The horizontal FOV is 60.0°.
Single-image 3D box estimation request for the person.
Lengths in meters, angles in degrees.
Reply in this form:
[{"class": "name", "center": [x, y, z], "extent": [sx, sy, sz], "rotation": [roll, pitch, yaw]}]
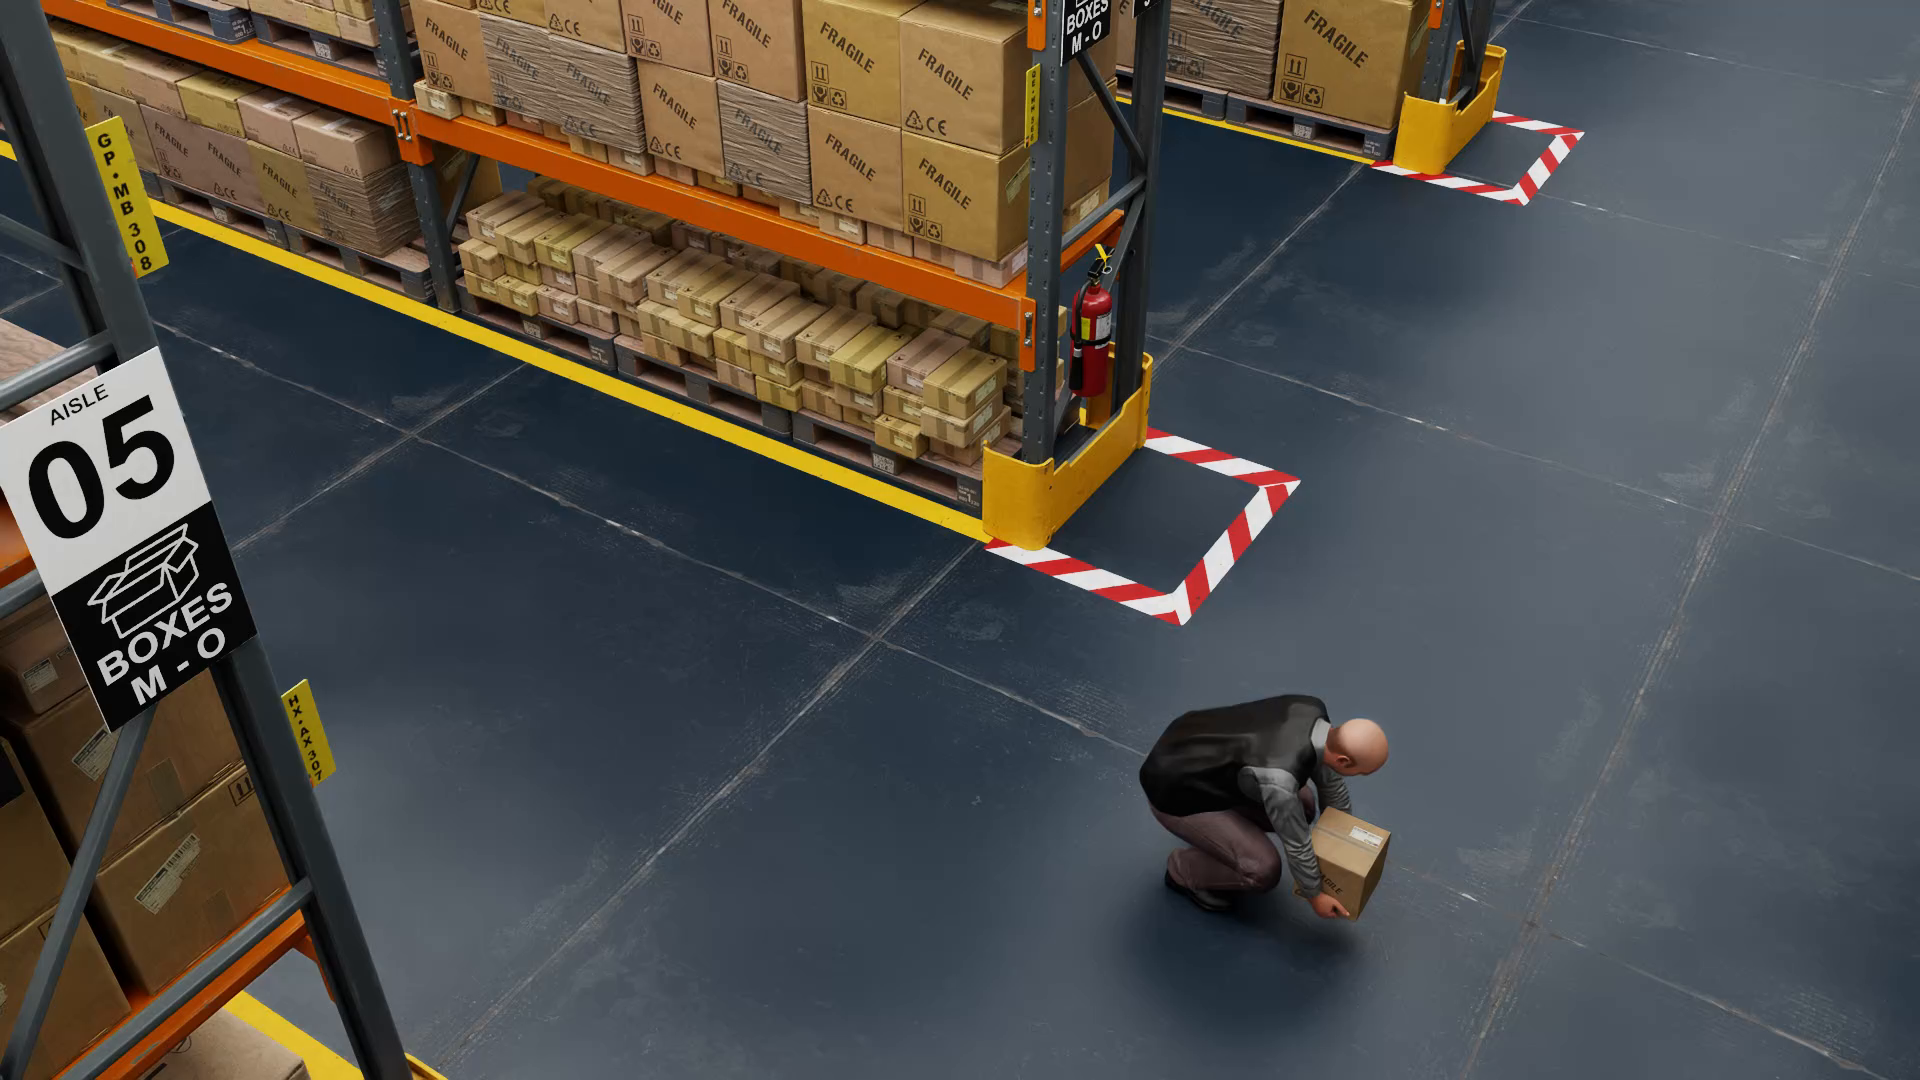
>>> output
[{"class": "person", "center": [1.111, 0.944, 6.118], "extent": [0.879, 0.970, 0.515], "rotation": [20, 43, 24]}]
